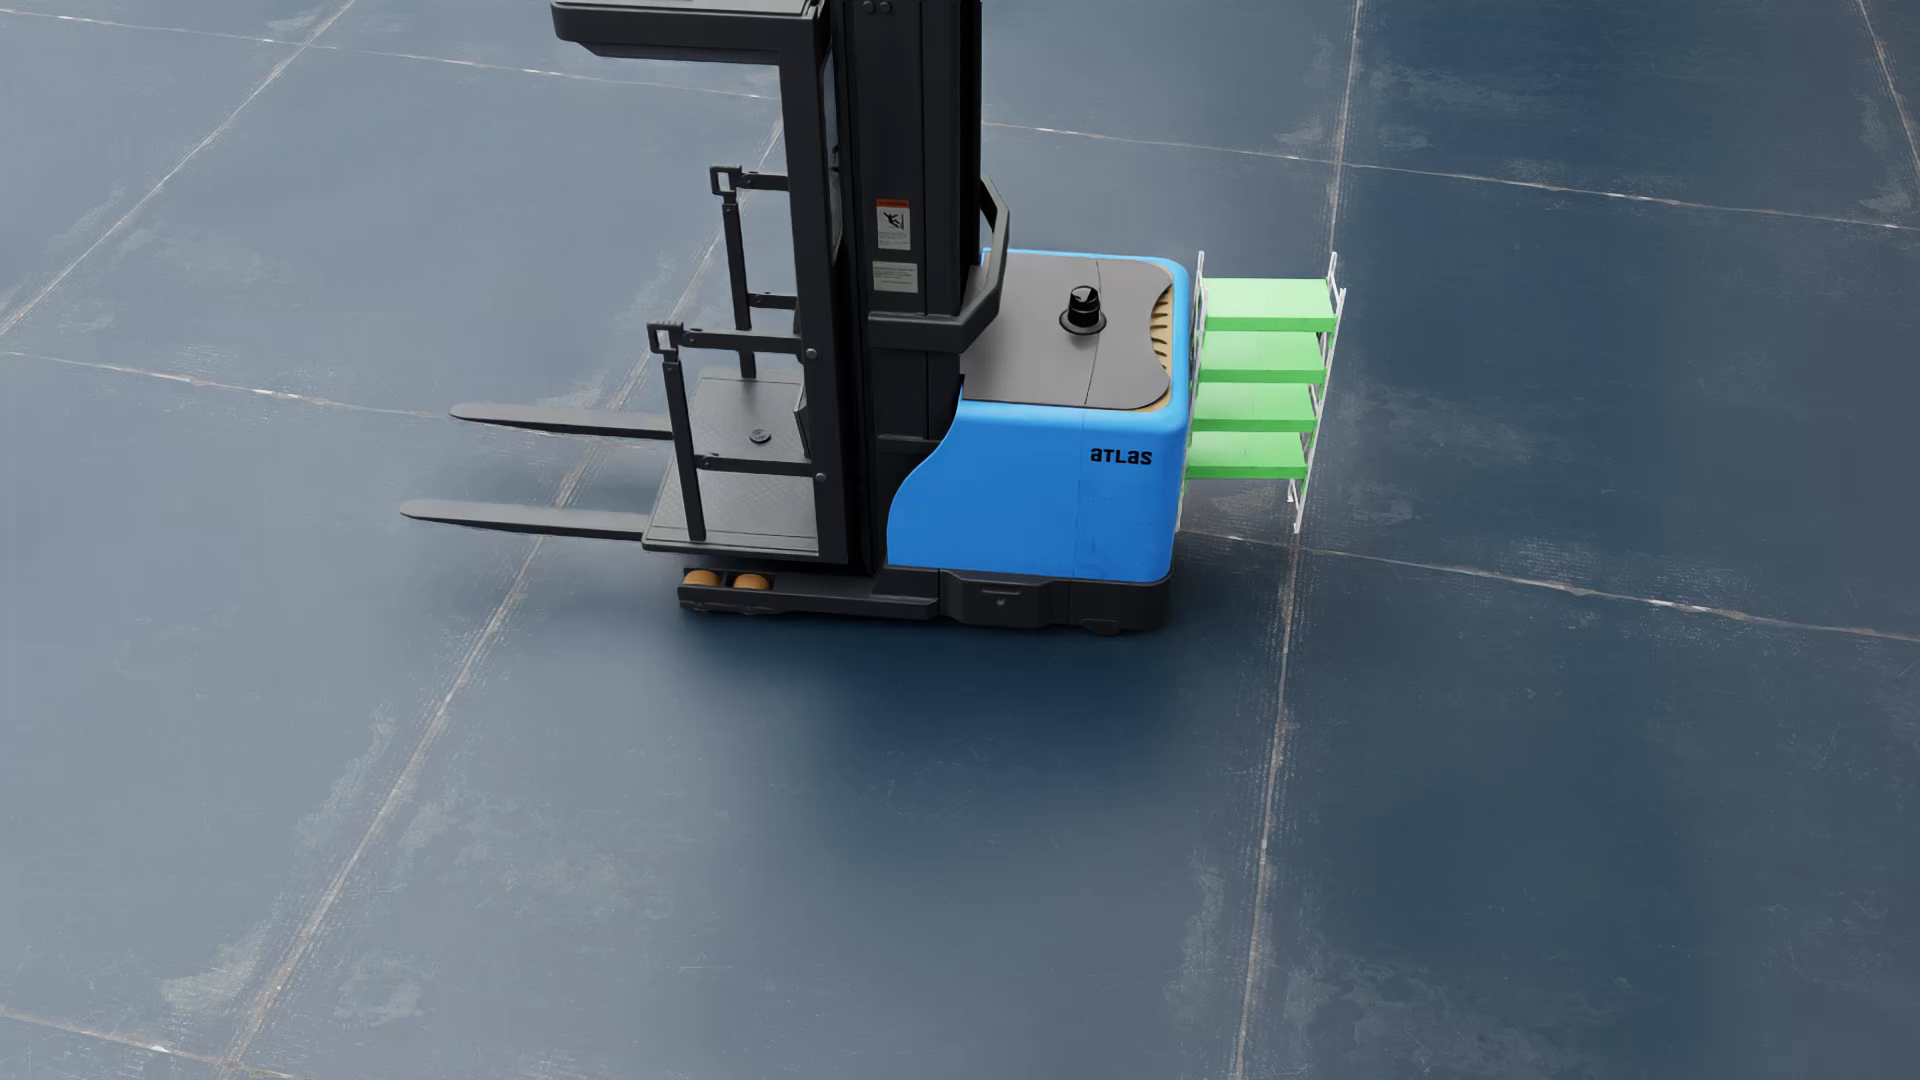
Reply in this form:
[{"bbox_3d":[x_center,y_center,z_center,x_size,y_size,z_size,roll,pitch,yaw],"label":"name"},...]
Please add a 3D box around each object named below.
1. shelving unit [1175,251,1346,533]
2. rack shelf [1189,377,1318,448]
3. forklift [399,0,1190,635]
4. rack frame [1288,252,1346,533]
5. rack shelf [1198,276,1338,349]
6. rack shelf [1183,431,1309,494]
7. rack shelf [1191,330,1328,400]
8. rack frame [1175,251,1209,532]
[{"bbox_3d":[1.131,-0.545,6.451,0.503,1.200,0.258,1,44,1],"label":"shelving unit"},{"bbox_3d":[1.131,-0.499,6.495,0.480,0.148,0.258,1,44,1],"label":"rack shelf"},{"bbox_3d":[-0.668,-1.126,5.806,3.031,2.935,1.130,4,44,4],"label":"forklift"},{"bbox_3d":[1.375,-0.543,6.448,0.015,1.200,0.240,1,44,1],"label":"rack frame"},{"bbox_3d":[1.131,-0.845,6.163,0.480,0.148,0.258,1,44,1],"label":"rack shelf"},{"bbox_3d":[1.131,-0.326,6.662,0.480,0.148,0.258,1,44,1],"label":"rack shelf"},{"bbox_3d":[1.131,-0.672,6.329,0.480,0.148,0.258,1,44,1],"label":"rack shelf"},{"bbox_3d":[0.887,-0.548,6.454,0.015,1.200,0.240,1,44,1],"label":"rack frame"}]
